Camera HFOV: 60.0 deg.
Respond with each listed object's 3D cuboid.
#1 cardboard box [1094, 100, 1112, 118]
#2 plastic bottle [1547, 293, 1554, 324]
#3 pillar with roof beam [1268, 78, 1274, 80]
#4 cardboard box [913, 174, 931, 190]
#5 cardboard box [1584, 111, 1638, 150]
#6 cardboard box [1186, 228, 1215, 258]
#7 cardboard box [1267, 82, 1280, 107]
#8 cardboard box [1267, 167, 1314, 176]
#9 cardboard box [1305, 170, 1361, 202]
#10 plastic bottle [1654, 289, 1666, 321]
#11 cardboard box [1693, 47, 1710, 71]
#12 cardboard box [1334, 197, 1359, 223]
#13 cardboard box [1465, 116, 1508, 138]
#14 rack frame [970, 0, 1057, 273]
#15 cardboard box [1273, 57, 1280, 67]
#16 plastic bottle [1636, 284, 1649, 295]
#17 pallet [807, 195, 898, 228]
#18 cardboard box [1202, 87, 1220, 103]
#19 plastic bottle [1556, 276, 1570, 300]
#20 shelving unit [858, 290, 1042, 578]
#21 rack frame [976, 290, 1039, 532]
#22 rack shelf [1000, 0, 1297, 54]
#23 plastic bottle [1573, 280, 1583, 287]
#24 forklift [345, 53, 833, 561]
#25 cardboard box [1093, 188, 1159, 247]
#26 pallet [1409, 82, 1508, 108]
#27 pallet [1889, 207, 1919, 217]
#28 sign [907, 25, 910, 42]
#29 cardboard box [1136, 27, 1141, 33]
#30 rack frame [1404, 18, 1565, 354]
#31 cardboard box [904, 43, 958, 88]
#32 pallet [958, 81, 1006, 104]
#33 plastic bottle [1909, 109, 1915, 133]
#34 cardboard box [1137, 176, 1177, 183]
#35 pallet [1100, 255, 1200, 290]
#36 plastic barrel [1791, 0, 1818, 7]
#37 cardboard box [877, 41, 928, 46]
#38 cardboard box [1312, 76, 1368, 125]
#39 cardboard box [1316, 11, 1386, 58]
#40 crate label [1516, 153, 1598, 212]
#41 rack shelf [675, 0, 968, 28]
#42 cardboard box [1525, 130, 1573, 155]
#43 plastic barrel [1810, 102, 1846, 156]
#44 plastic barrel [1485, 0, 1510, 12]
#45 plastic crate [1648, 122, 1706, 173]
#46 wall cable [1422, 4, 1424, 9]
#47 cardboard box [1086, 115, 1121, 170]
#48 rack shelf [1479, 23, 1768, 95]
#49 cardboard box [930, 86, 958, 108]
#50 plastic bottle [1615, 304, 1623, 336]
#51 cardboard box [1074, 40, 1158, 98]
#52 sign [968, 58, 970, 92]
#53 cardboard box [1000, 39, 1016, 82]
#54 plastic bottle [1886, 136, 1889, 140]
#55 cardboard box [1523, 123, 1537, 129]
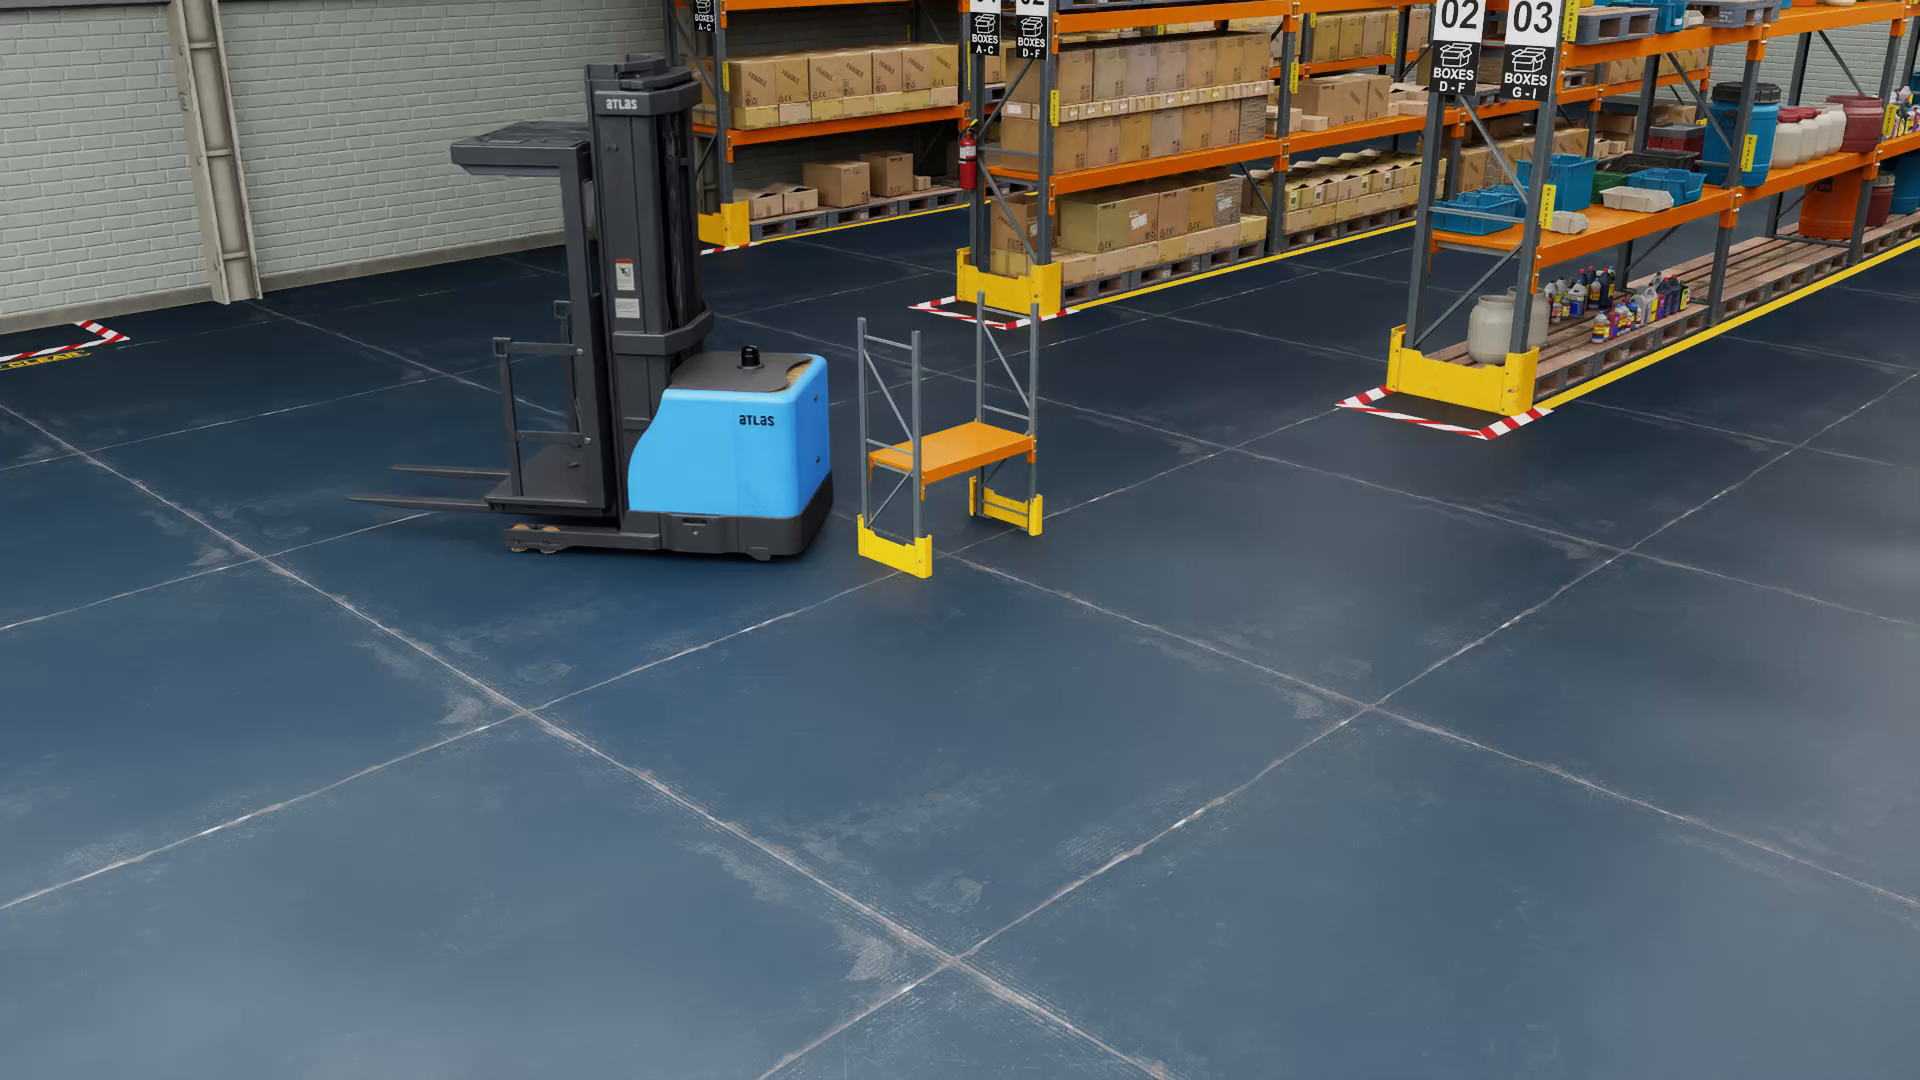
[{"bbox_3d":[1.282,-4.296,16.527,0.380,0.149,0.250,19,28,41],"label":"cardboard box"},{"bbox_3d":[5.282,-2.077,14.971,0.061,0.283,0.133,19,28,41],"label":"plastic bottle"},{"bbox_3d":[8.269,-10.210,24.595,9.100,9.000,0.400,19,28,41],"label":"pillar with roof beam"},{"bbox_3d":[-0.617,-4.772,22.145,0.380,0.166,0.250,15,26,34],"label":"cardboard box"},{"bbox_3d":[10.175,-6.376,25.849,0.797,0.503,0.637,19,28,41],"label":"cardboard box"},{"bbox_3d":[2.426,-3.276,18.164,0.500,0.250,0.500,19,28,41],"label":"cardboard box"},{"bbox_3d":[4.956,-7.084,27.234,0.750,0.750,0.750,20,28,41],"label":"cardboard box"},{"bbox_3d":[4.072,-4.409,20.329,0.500,0.311,0.500,19,28,40],"label":"cardboard box"},{"bbox_3d":[4.467,-4.274,19.980,0.500,0.311,0.500,18,27,39],"label":"cardboard box"},{"bbox_3d":[6.373,-2.153,15.168,0.133,0.283,0.061,-18,27,-39],"label":"plastic bottle"},{"bbox_3d":[11.541,-7.744,26.401,0.500,0.500,0.500,-19,28,-40],"label":"cardboard box"},{"bbox_3d":[4.463,-4.015,20.086,0.500,0.250,0.500,18,28,39],"label":"cardboard box"},{"bbox_3d":[7.309,-5.791,23.286,0.500,0.250,0.500,19,28,40],"label":"cardboard box"},{"bbox_3d":[0.497,-3.767,16.195,1.000,3.000,0.127,19,28,41],"label":"rack frame"},{"bbox_3d":[4.911,-7.699,26.747,0.250,0.149,0.380,-19,28,-40],"label":"cardboard box"},{"bbox_3d":[6.333,-2.232,15.385,0.152,0.276,0.135,19,28,41],"label":"plastic bottle"},{"bbox_3d":[-1.559,-4.236,21.301,1.003,0.211,1.213,19,28,41],"label":"pallet"},{"bbox_3d":[2.540,-4.760,17.735,0.380,0.149,0.250,19,28,40],"label":"cardboard box"},{"bbox_3d":[5.545,-2.262,15.358,0.144,0.351,0.185,19,28,40],"label":"plastic bottle"},{"bbox_3d":[-0.053,-0.680,10.255,0.587,1.500,1.083,19,28,41],"label":"shelving unit"},{"bbox_3d":[0.295,-0.809,10.588,0.500,1.500,0.032,19,28,41],"label":"rack frame"},{"bbox_3d":[1.892,-5.346,17.123,1.077,0.370,4.000,19,28,41],"label":"rack shelf"},{"bbox_3d":[5.765,-2.287,15.534,0.097,0.271,0.097,0,21,0],"label":"plastic bottle"},{"bbox_3d":[-2.398,-1.467,10.306,3.031,2.935,1.130,3,21,8],"label":"forklift"},{"bbox_3d":[1.717,-3.373,17.371,0.500,0.500,0.500,19,28,41],"label":"cardboard box"},{"bbox_3d":[6.500,-5.926,22.079,1.213,0.211,1.003,19,28,41],"label":"pallet"},{"bbox_3d":[11.846,-4.122,21.004,1.003,0.211,1.213,19,28,41],"label":"pallet"},{"bbox_3d":[-0.665,-6.713,22.245,0.100,0.325,0.005,19,28,41],"label":"sign"},{"bbox_3d":[2.656,-7.789,25.031,0.500,0.250,0.500,-19,28,-41],"label":"cardboard box"},{"bbox_3d":[4.043,-2.527,12.967,1.000,3.000,0.127,19,28,41],"label":"rack frame"},{"bbox_3d":[-0.373,-6.125,21.464,0.500,0.500,0.500,19,28,41],"label":"cardboard box"},{"bbox_3d":[0.373,-6.105,22.544,1.003,0.211,1.213,19,28,41],"label":"pallet"},{"bbox_3d":[10.902,-4.814,19.097,0.097,0.271,0.097,0,21,0],"label":"plastic bottle"},{"bbox_3d":[2.042,-3.760,18.378,0.500,0.500,0.500,19,28,41],"label":"cardboard box"},{"bbox_3d":[1.851,-2.985,18.046,1.003,0.211,1.213,19,28,41],"label":"pallet"},{"bbox_3d":[8.439,-5.859,16.857,0.600,0.830,0.708,19,28,41],"label":"plastic barrel"},{"bbox_3d":[-0.742,-6.255,21.804,0.500,0.500,0.500,18,28,39],"label":"cardboard box"},{"bbox_3d":[4.551,-5.300,20.042,0.500,0.500,0.500,19,28,41],"label":"cardboard box"},{"bbox_3d":[6.720,-8.742,28.719,0.980,0.700,0.700,18,27,38],"label":"cardboard box"},{"bbox_3d":[5.133,-3.084,14.368,0.502,0.435,0.616,19,28,41],"label":"crate label"},{"bbox_3d":[-1.660,-6.585,20.347,1.077,0.370,4.000,19,28,41],"label":"rack shelf"},{"bbox_3d":[8.378,-5.567,23.748,0.500,0.500,0.500,19,28,41],"label":"cardboard box"},{"bbox_3d":[9.059,-4.317,17.470,0.421,0.512,0.421,0,21,0],"label":"plastic barrel"},{"bbox_3d":[4.291,-4.480,12.684,0.600,0.830,0.708,19,28,41],"label":"plastic barrel"},{"bbox_3d":[6.952,-3.786,16.154,0.402,0.464,0.583,19,28,41],"label":"plastic crate"},{"bbox_3d":[8.322,-10.159,31.409,0.084,1.984,1.851,19,28,41],"label":"wall cable"},{"bbox_3d":[1.194,-4.067,16.835,0.500,0.500,0.700,-19,28,-41],"label":"cardboard box"},{"bbox_3d":[5.438,-4.105,13.895,1.077,0.370,4.000,19,28,41],"label":"rack shelf"},{"bbox_3d":[-0.378,-5.776,21.602,0.500,0.250,0.500,19,28,41],"label":"cardboard box"},{"bbox_3d":[5.770,-1.935,14.616,0.097,0.271,0.097,0,21,0],"label":"plastic bottle"},{"bbox_3d":[1.582,-4.816,16.976,0.700,0.500,0.500,19,28,41],"label":"cardboard box"},{"bbox_3d":[0.117,-4.558,16.307,0.100,0.325,0.005,19,28,41],"label":"sign"},{"bbox_3d":[0.510,-6.550,22.684,0.500,0.500,0.700,-17,27,-37],"label":"cardboard box"},{"bbox_3d":[10.326,-4.569,18.557,0.097,0.201,0.097,0,21,0],"label":"plastic bottle"},{"bbox_3d":[8.356,-5.827,24.425,0.500,0.500,0.500,18,27,38],"label":"cardboard box"}]
